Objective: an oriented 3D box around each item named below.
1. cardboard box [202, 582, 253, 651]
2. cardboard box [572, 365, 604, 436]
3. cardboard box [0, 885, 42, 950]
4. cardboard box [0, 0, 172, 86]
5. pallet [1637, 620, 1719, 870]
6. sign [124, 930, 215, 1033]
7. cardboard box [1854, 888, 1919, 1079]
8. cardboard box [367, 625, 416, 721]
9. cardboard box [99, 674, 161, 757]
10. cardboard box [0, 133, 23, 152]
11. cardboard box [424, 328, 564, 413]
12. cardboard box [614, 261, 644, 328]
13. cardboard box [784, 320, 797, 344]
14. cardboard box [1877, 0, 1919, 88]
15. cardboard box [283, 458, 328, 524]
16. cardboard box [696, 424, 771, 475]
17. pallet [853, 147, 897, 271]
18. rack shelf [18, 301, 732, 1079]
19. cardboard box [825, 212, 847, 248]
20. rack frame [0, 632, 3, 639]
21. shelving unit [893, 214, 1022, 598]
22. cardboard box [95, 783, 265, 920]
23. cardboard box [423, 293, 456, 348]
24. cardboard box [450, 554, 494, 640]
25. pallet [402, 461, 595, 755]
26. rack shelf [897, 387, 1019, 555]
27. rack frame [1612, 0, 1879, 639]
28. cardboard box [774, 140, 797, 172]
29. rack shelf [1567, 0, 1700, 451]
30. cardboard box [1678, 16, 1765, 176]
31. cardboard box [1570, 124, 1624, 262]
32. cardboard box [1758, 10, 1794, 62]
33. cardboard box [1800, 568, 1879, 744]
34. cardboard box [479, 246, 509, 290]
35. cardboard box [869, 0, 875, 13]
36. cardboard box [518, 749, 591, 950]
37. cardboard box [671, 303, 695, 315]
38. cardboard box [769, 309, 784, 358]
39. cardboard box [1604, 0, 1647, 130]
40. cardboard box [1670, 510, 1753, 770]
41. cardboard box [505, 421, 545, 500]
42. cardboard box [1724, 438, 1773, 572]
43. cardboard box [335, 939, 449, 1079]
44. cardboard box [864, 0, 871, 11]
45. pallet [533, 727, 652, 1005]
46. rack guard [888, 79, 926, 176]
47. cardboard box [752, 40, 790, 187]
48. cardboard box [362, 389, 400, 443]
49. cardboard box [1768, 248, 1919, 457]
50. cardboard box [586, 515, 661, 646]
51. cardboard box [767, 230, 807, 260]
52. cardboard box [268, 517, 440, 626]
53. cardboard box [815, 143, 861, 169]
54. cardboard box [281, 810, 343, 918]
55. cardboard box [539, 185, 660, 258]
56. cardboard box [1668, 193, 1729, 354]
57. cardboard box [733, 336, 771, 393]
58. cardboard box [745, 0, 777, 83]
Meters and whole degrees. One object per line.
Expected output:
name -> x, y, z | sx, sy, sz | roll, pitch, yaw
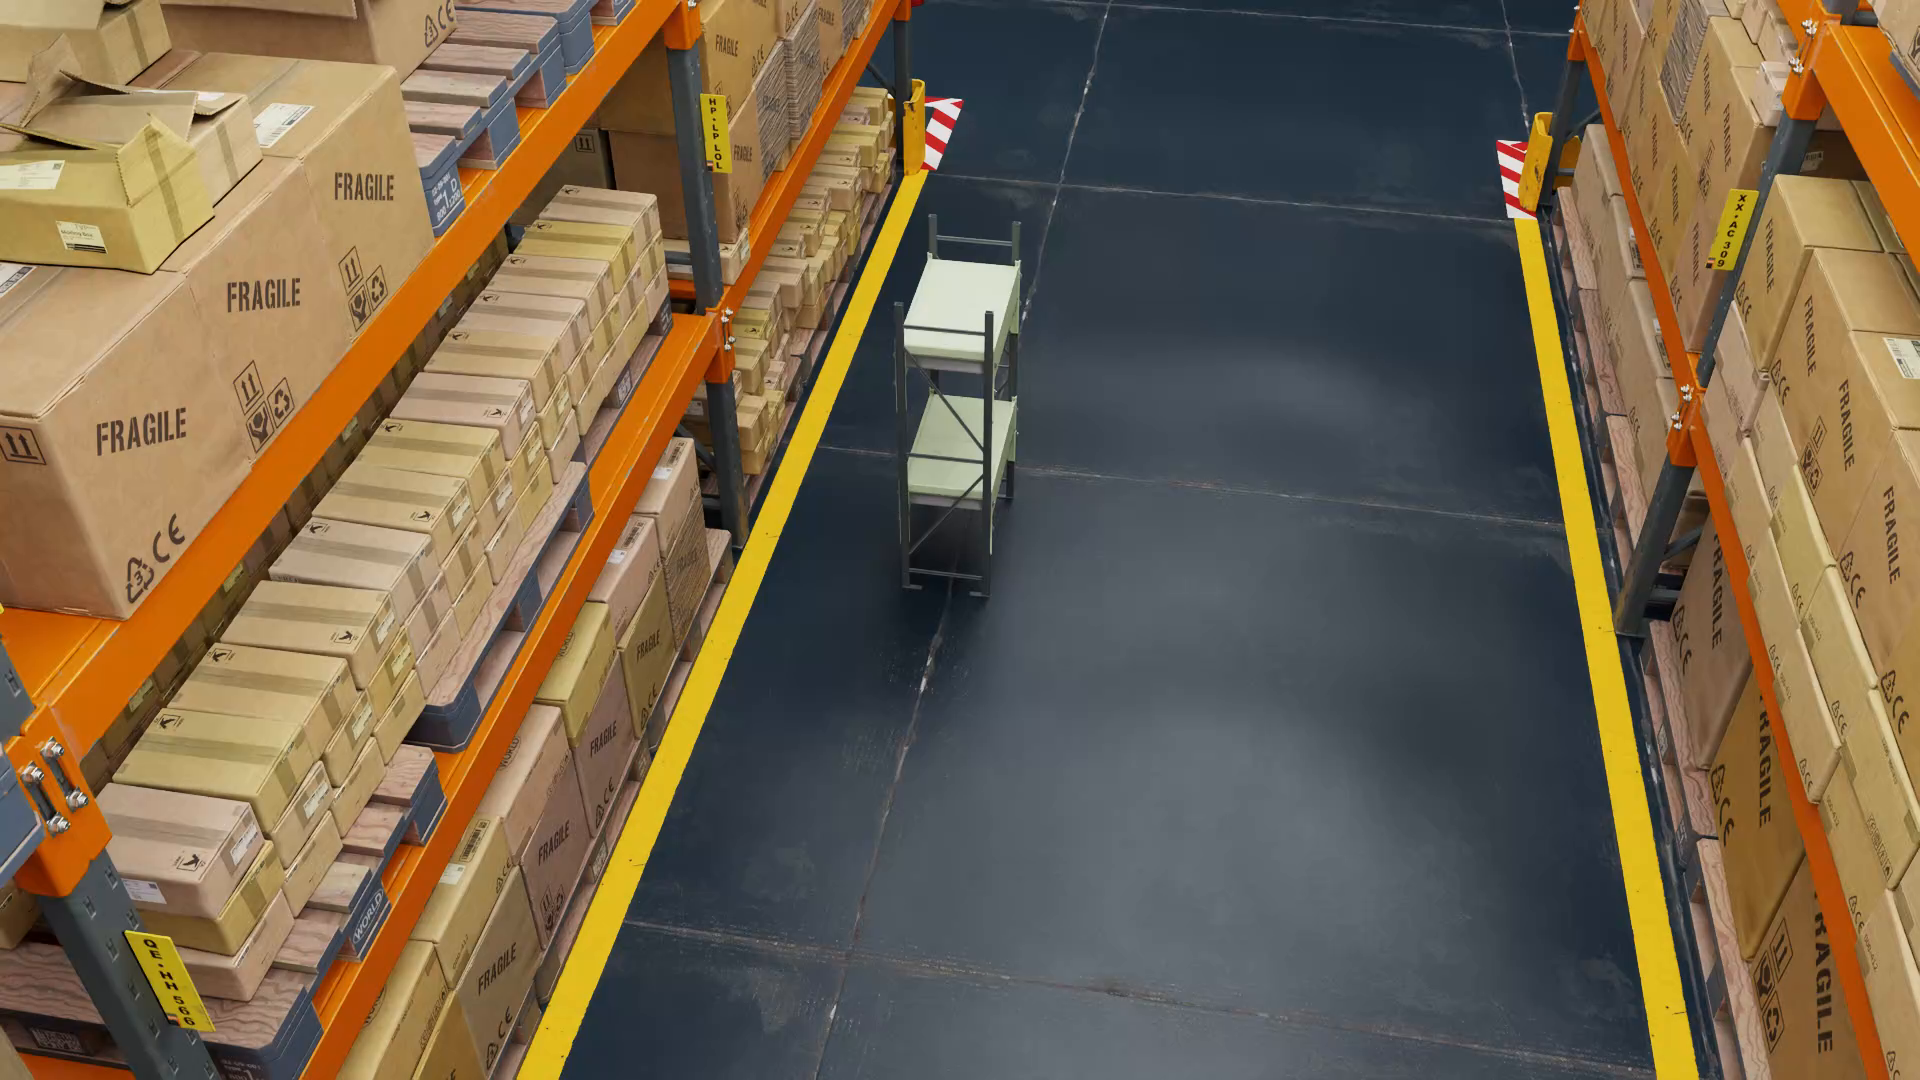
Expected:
cardboard box -> -2.379, 0.243, 5.066 | 0.380, 0.149, 0.250 | 5, 40, 6
cardboard box -> -1.507, -0.517, 5.986 | 0.380, 0.149, 0.250 | 4, 40, 5
cardboard box -> -2.559, 0.885, 4.290 | 0.380, 0.149, 0.250 | 7, 40, 8
cardboard box -> -2.176, -1.271, 3.997 | 0.396, 0.266, 0.258 | 6, 40, 8
pallet -> 3.334, 0.850, 6.653 | 1.003, 0.211, 1.213 | 6, 40, 8
sign -> -1.645, 0.923, 3.467 | 0.100, 0.325, 0.005 | 6, 40, 8
cardboard box -> 2.606, 1.182, 4.180 | 0.500, 0.250, 0.500 | 7, 40, 8
cardboard box -> -1.780, 0.353, 4.700 | 0.380, 0.149, 0.250 | 7, 40, 8
cardboard box -> -2.468, 0.438, 4.598 | 0.380, 0.149, 0.250 | 7, 40, 9
cardboard box -> -2.270, -0.586, 3.769 | 0.500, 0.500, 0.500 | 6, 40, 8
cardboard box -> -1.561, -0.571, 5.584 | 0.380, 0.149, 0.250 | 5, 40, 6
cardboard box -> -1.419, -0.942, 6.267 | 0.380, 0.149, 0.250 | 7, 40, 8
cardboard box -> -1.076, -1.122, 8.758 | 0.380, 0.149, 0.250 | 5, 40, 6
cardboard box -> 2.955, -1.553, 4.609 | 0.500, 0.500, 0.500 | 6, 40, 7
cardboard box -> -2.290, -0.201, 5.370 | 0.380, 0.149, 0.250 | 6, 40, 7
cardboard box -> -1.120, -0.456, 7.952 | 0.380, 0.149, 0.250 | 5, 40, 6
pallet -> -0.996, -2.082, 10.199 | 1.003, 0.211, 1.213 | 6, 40, 8
rack shelf -> -1.846, 0.333, 5.655 | 1.077, 0.370, 4.000 | 6, 40, 8
cardboard box -> -0.846, -1.714, 9.240 | 0.380, 0.149, 0.250 | 8, 40, 10
rack frame -> -2.192, -1.002, 1.996 | 1.000, 3.000, 0.127 | 6, 40, 8
shelving unit -> -0.001, -0.574, 7.364 | 0.431, 1.500, 0.755 | 6, 40, 8
cardboard box -> -1.920, 0.745, 3.993 | 0.380, 0.149, 0.250 | 6, 40, 8
cardboard box -> -2.108, -0.858, 6.165 | 0.380, 0.149, 0.250 | 7, 40, 9
cardboard box -> -1.688, 0.155, 5.173 | 0.380, 0.149, 0.250 | 7, 40, 8
pallet -> -1.890, 0.138, 5.477 | 1.003, 0.211, 1.213 | 6, 40, 8
rack shelf -> -0.001, -0.323, 7.572 | 0.431, 0.370, 0.720 | 6, 40, 8
rack frame -> 3.393, -0.717, 6.360 | 1.000, 3.000, 0.127 | 6, 40, 8
cardboard box -> -1.002, -1.909, 7.999 | 0.380, 0.149, 0.250 | 7, 40, 8
rack shelf -> 3.739, -1.695, 8.108 | 1.077, 0.370, 4.000 | 6, 40, 8
cardboard box -> 3.298, -1.785, 6.789 | 0.500, 0.500, 0.500 | 6, 40, 7
cardboard box -> 4.069, -1.977, 9.565 | 0.875, 0.438, 0.875 | 5, 40, 6
cardboard box -> 3.338, -1.929, 6.453 | 0.380, 0.149, 0.250 | 6, 40, 8
cardboard box -> 2.778, 0.354, 4.789 | 0.500, 0.250, 0.500 | 5, 40, 6
cardboard box -> -2.021, -1.068, 6.652 | 0.380, 0.149, 0.250 | 5, 40, 6
cardboard box -> -0.694, -3.067, 9.399 | 0.380, 0.149, 0.250 | 6, 40, 7
cardboard box -> -1.651, 1.058, 5.846 | 0.500, 0.500, 0.500 | 5, 40, 7
cardboard box -> -1.532, -1.220, 8.409 | 0.380, 0.149, 0.250 | 8, 40, 9
cardboard box -> -1.110, -1.064, 8.455 | 0.380, 0.149, 0.250 | 4, 40, 5
cardboard box -> 3.553, -2.359, 8.267 | 0.500, 0.500, 0.500 | 6, 40, 7
cardboard box -> 3.364, 0.338, 6.422 | 0.875, 0.875, 0.875 | 8, 40, 9
cardboard box -> -1.599, -0.280, 5.466 | 0.380, 0.149, 0.250 | 7, 40, 8
cardboard box -> 2.969, -0.088, 5.716 | 0.500, 0.250, 0.500 | 5, 40, 7
cardboard box -> -1.834, 1.417, 4.823 | 0.500, 0.250, 0.500 | 5, 40, 6
cardboard box -> -0.726, -3.230, 9.088 | 0.500, 0.500, 0.500 | 6, 40, 7
pallet -> -1.842, 1.132, 6.313 | 1.003, 0.211, 1.213 | 6, 40, 8
rack guard -> -0.821, -2.699, 10.719 | 1.175, 0.500, 0.348 | 6, 40, 8
cardboard box -> -1.087, -1.947, 7.536 | 0.500, 0.500, 0.500 | 6, 40, 8
cardboard box -> -2.199, -0.420, 5.868 | 0.380, 0.149, 0.250 | 5, 40, 6
cardboard box -> 2.973, -0.574, 5.324 | 0.500, 0.500, 0.500 | 6, 40, 7
cardboard box -> -1.482, 0.129, 6.380 | 0.500, 0.250, 0.500 | 8, 40, 10
cardboard box -> -1.022, -1.513, 8.764 | 0.380, 0.149, 0.250 | 5, 40, 6
cardboard box -> -1.739, 0.089, 4.786 | 0.380, 0.149, 0.250 | 8, 40, 10
cardboard box -> -0.777, -2.159, 9.545 | 0.380, 0.149, 0.250 | 5, 40, 6
cardboard box -> -1.869, 0.819, 4.370 | 0.380, 0.149, 0.250 | 8, 40, 10
cardboard box -> -1.377, -1.221, 6.370 | 0.380, 0.149, 0.250 | 8, 40, 10
cardboard box -> 3.222, -1.075, 6.715 | 0.500, 0.500, 0.500 | 7, 40, 8
cardboard box -> -1.130, -0.852, 7.964 | 0.380, 0.149, 0.250 | 8, 40, 10
cardboard box -> -1.107, -2.322, 7.204 | 0.500, 0.500, 0.500 | 5, 40, 6
